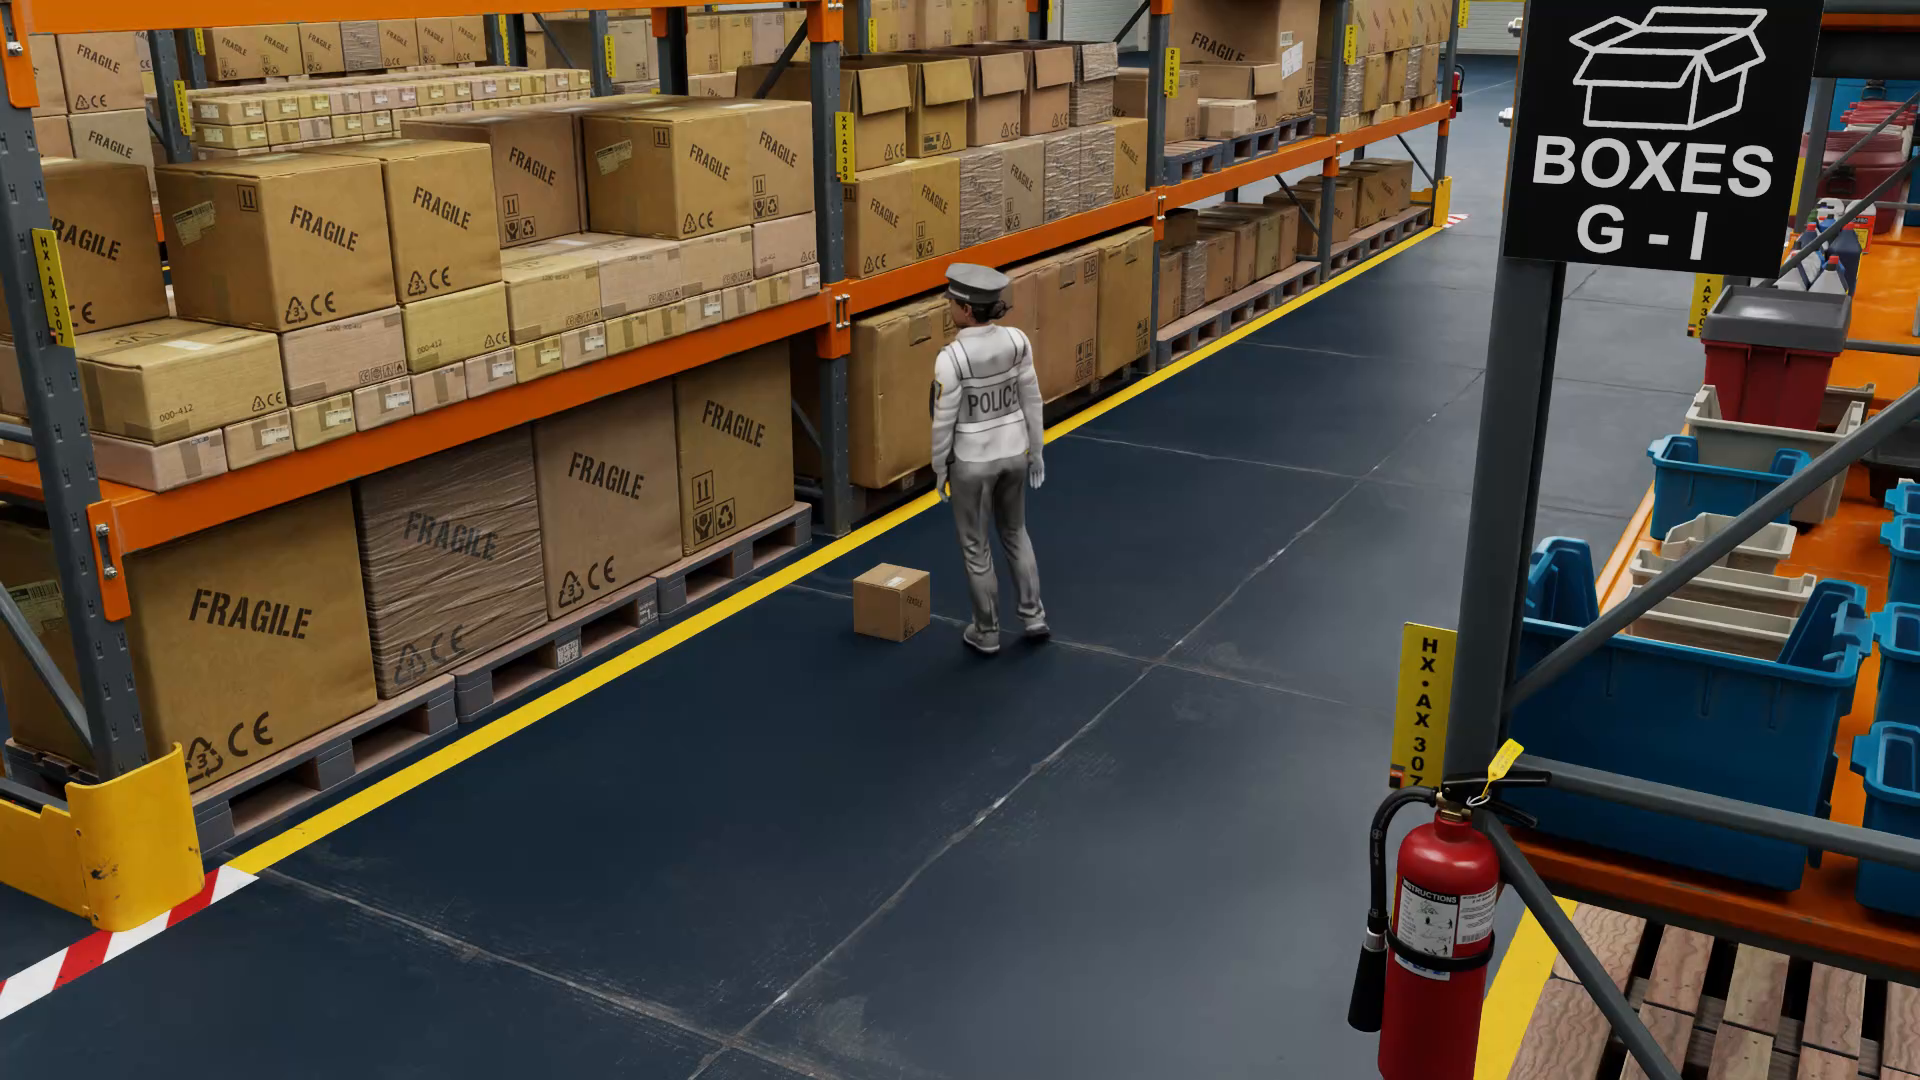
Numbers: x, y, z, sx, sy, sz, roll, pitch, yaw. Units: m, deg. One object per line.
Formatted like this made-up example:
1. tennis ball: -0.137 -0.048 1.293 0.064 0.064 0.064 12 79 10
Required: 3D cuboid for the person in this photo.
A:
1. person: 0.146 -0.306 6.941 0.646 1.728 0.375 -12 23 -31
